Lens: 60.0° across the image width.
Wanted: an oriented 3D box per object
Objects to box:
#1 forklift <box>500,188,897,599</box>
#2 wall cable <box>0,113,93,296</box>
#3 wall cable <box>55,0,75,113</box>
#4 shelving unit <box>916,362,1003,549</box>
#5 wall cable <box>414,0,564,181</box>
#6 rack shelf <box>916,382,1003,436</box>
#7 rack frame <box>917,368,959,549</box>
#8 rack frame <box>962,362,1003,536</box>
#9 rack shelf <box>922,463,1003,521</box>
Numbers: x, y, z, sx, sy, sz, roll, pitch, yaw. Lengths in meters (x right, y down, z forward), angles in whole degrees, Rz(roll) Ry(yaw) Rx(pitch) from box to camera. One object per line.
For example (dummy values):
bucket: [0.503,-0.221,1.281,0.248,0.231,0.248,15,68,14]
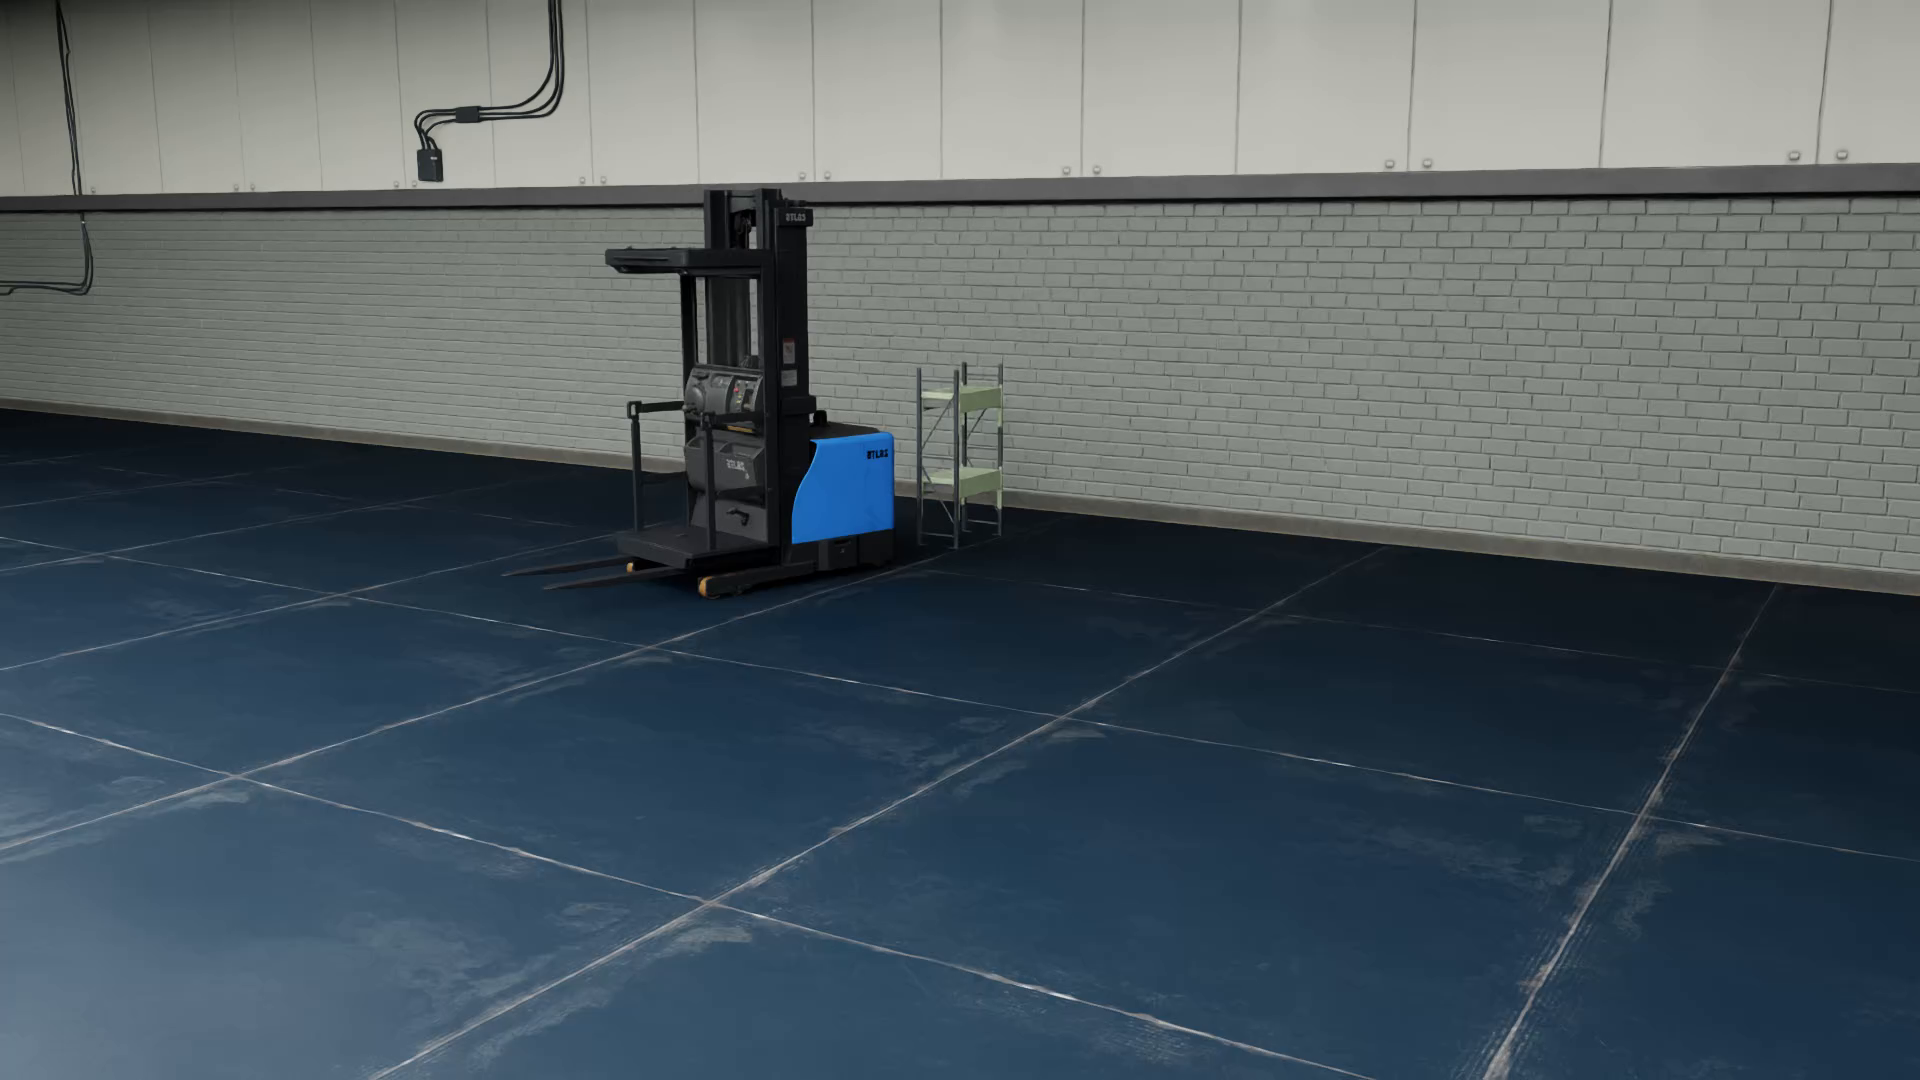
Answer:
forklift: [-1.935,-1.118,12.375,3.031,2.935,1.130,-9,14,-41]
wall cable: [-13.443,-4.766,23.813,3.097,2.526,0.112,6,12,31]
wall cable: [-11.131,-6.990,21.967,3.097,2.526,0.112,6,12,31]
shelving unit: [0.003,-0.738,14.236,0.431,1.500,0.755,6,12,31]
wall cable: [-5.338,-7.055,18.356,2.305,6.003,0.169,6,12,31]
rack shelf: [0.003,-1.122,14.164,0.431,0.370,0.720,6,12,31]
rack frame: [-0.187,-0.681,13.929,0.400,1.500,0.023,6,12,31]
rack frame: [0.193,-0.796,14.544,0.400,1.500,0.023,6,12,31]
rack shelf: [0.003,-0.418,14.296,0.431,0.370,0.720,6,12,31]
